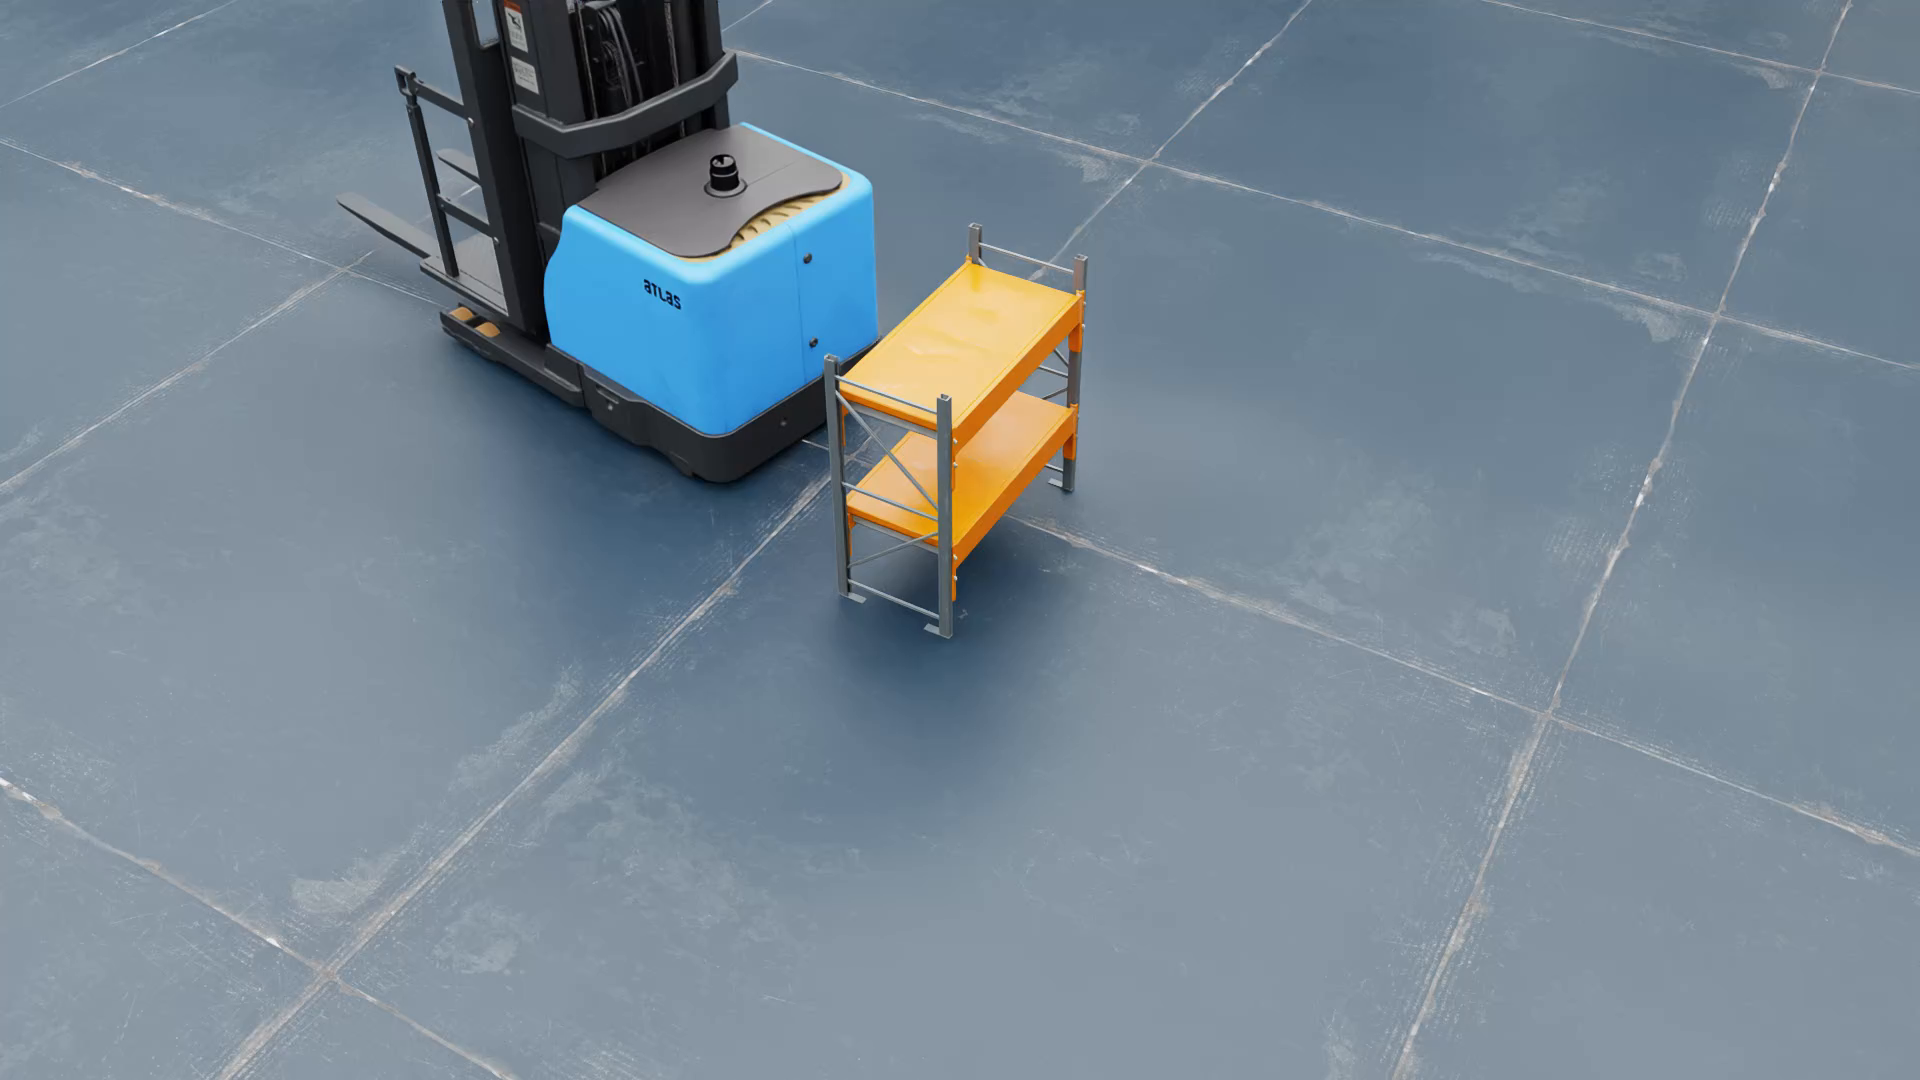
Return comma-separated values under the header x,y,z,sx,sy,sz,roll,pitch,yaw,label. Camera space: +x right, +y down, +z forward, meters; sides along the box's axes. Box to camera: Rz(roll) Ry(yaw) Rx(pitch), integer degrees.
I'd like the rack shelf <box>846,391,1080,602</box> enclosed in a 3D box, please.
x,y,z,sx,sy,sz,roll,pitch,yaw,label
0.003,-0.243,6.544,0.538,0.278,1.000,21,45,22,rack shelf

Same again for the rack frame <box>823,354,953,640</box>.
x,y,z,sx,sy,sz,roll,pitch,yaw,label
-0.251,-0.135,6.052,0.500,1.125,0.032,21,45,22,rack frame

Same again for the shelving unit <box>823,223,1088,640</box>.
x,y,z,sx,sy,sz,roll,pitch,yaw,label
0.003,-0.426,6.383,0.538,1.125,1.048,21,45,22,shelving unit

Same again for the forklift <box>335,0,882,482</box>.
x,y,z,sx,sy,sz,roll,pitch,yaw,label
-1.787,-2.173,6.999,3.031,2.935,1.130,30,49,29,forklift

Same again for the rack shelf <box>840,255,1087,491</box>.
x,y,z,sx,sy,sz,roll,pitch,yaw,label
0.003,-0.646,6.189,0.538,0.278,1.000,21,45,22,rack shelf

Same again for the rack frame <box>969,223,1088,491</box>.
x,y,z,sx,sy,sz,roll,pitch,yaw,label
0.258,-0.717,6.713,0.500,1.125,0.032,21,45,22,rack frame
